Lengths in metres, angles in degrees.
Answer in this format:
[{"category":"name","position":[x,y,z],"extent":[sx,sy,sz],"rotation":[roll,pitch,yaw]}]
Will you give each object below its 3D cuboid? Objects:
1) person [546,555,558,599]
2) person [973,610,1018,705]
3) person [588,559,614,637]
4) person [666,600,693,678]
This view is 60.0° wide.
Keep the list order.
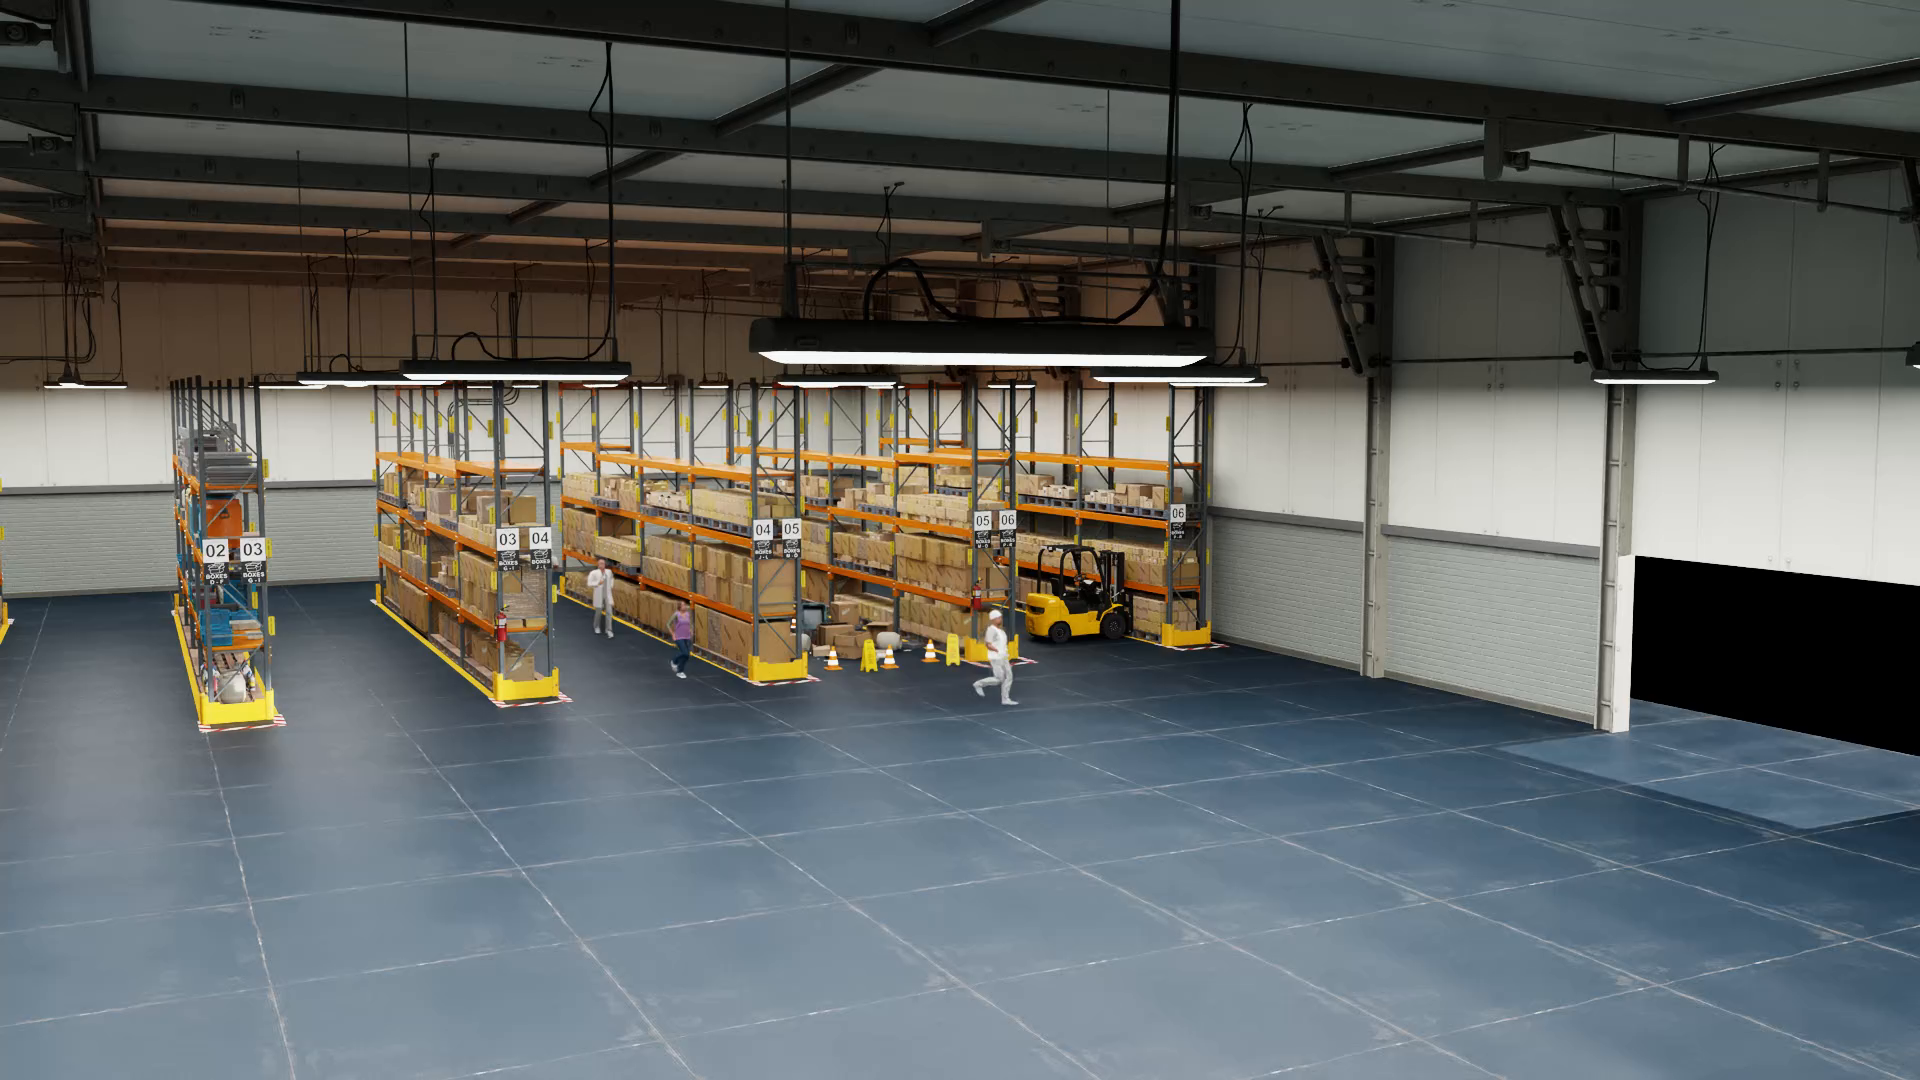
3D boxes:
[{"category":"person","position":[-10.913,0.986,43.714],"extent":[0.683,1.681,0.818],"rotation":[-3,6,-34]},{"category":"person","position":[0.666,2.152,30.454],"extent":[0.837,1.744,0.692],"rotation":[2,5,17]},{"category":"person","position":[-8.366,1.340,38.926],"extent":[0.678,1.794,0.969],"rotation":[-3,6,-28]},{"category":"person","position":[-5.553,1.988,33.313],"extent":[0.537,1.558,0.530],"rotation":[5,7,44]}]
